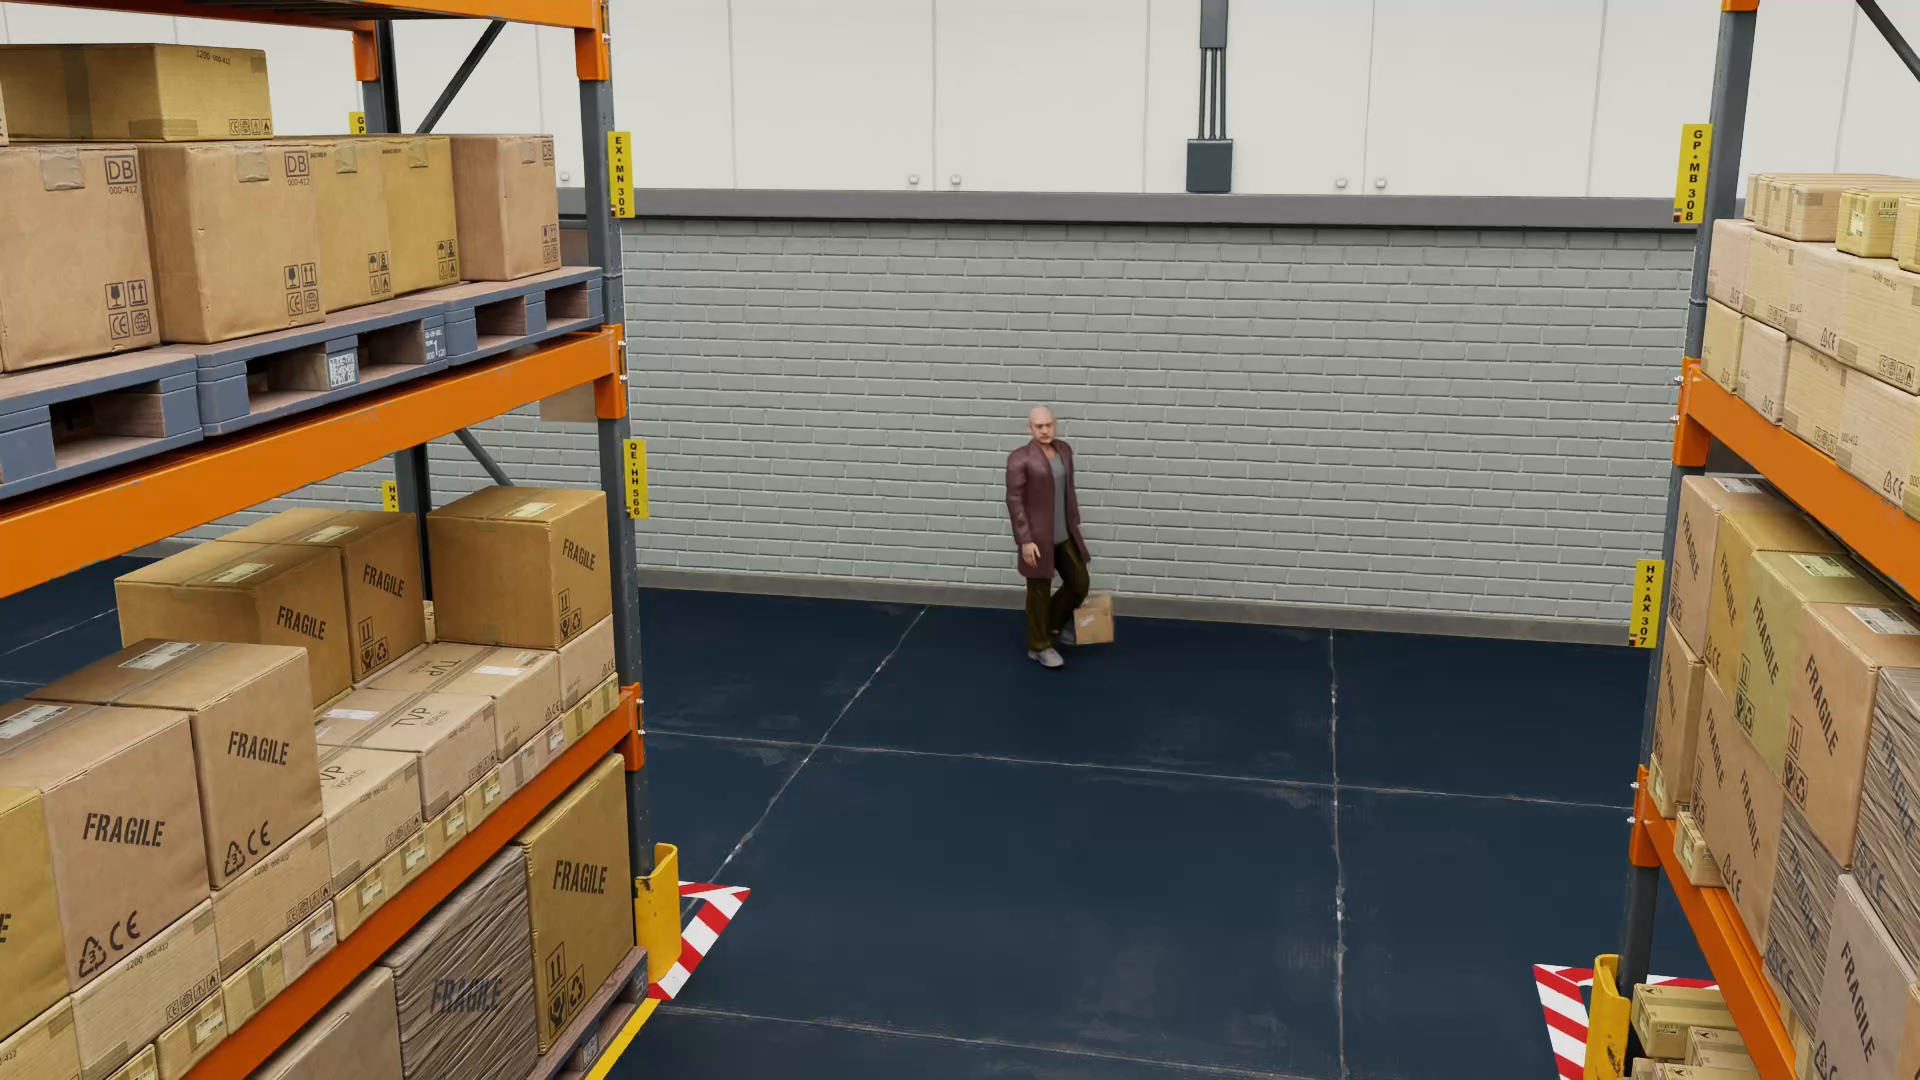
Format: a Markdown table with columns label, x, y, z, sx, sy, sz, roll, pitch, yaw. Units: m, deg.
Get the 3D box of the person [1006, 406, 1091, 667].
| label | x | y | z | sx | sy | sz | roll | pitch | yaw |
| --- | --- | --- | --- | --- | --- | --- | --- | --- | --- |
| person | 0.588 | -0.028 | 11.105 | 0.675 | 1.772 | 0.489 | -11 | 18 | -35 |
